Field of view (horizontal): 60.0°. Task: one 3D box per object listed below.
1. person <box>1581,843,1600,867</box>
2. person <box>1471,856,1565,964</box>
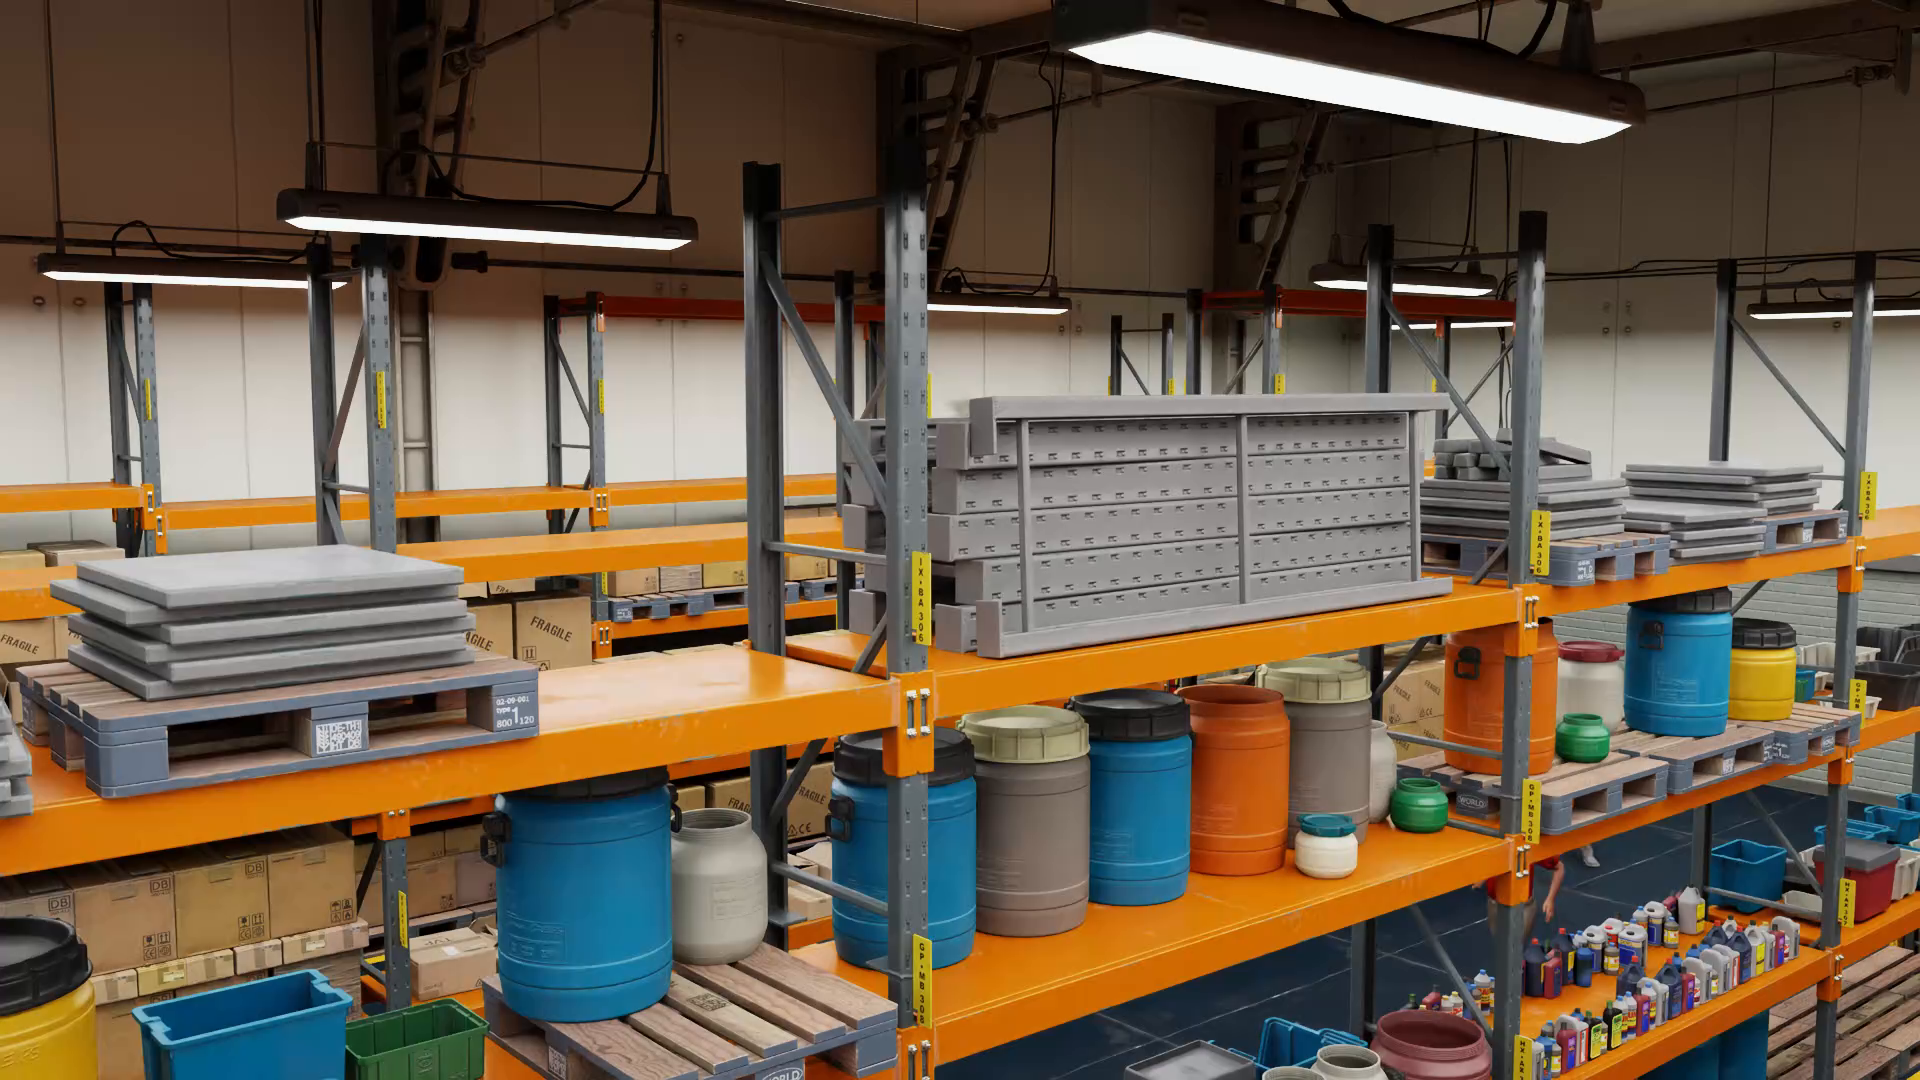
[{"bbox_3d":[6.711,2.632,17.823,0.579,1.650,0.736,1,6,9],"label":"person"},{"bbox_3d":[4.425,3.035,13.375,0.851,1.790,0.649,-4,7,-37],"label":"person"}]
